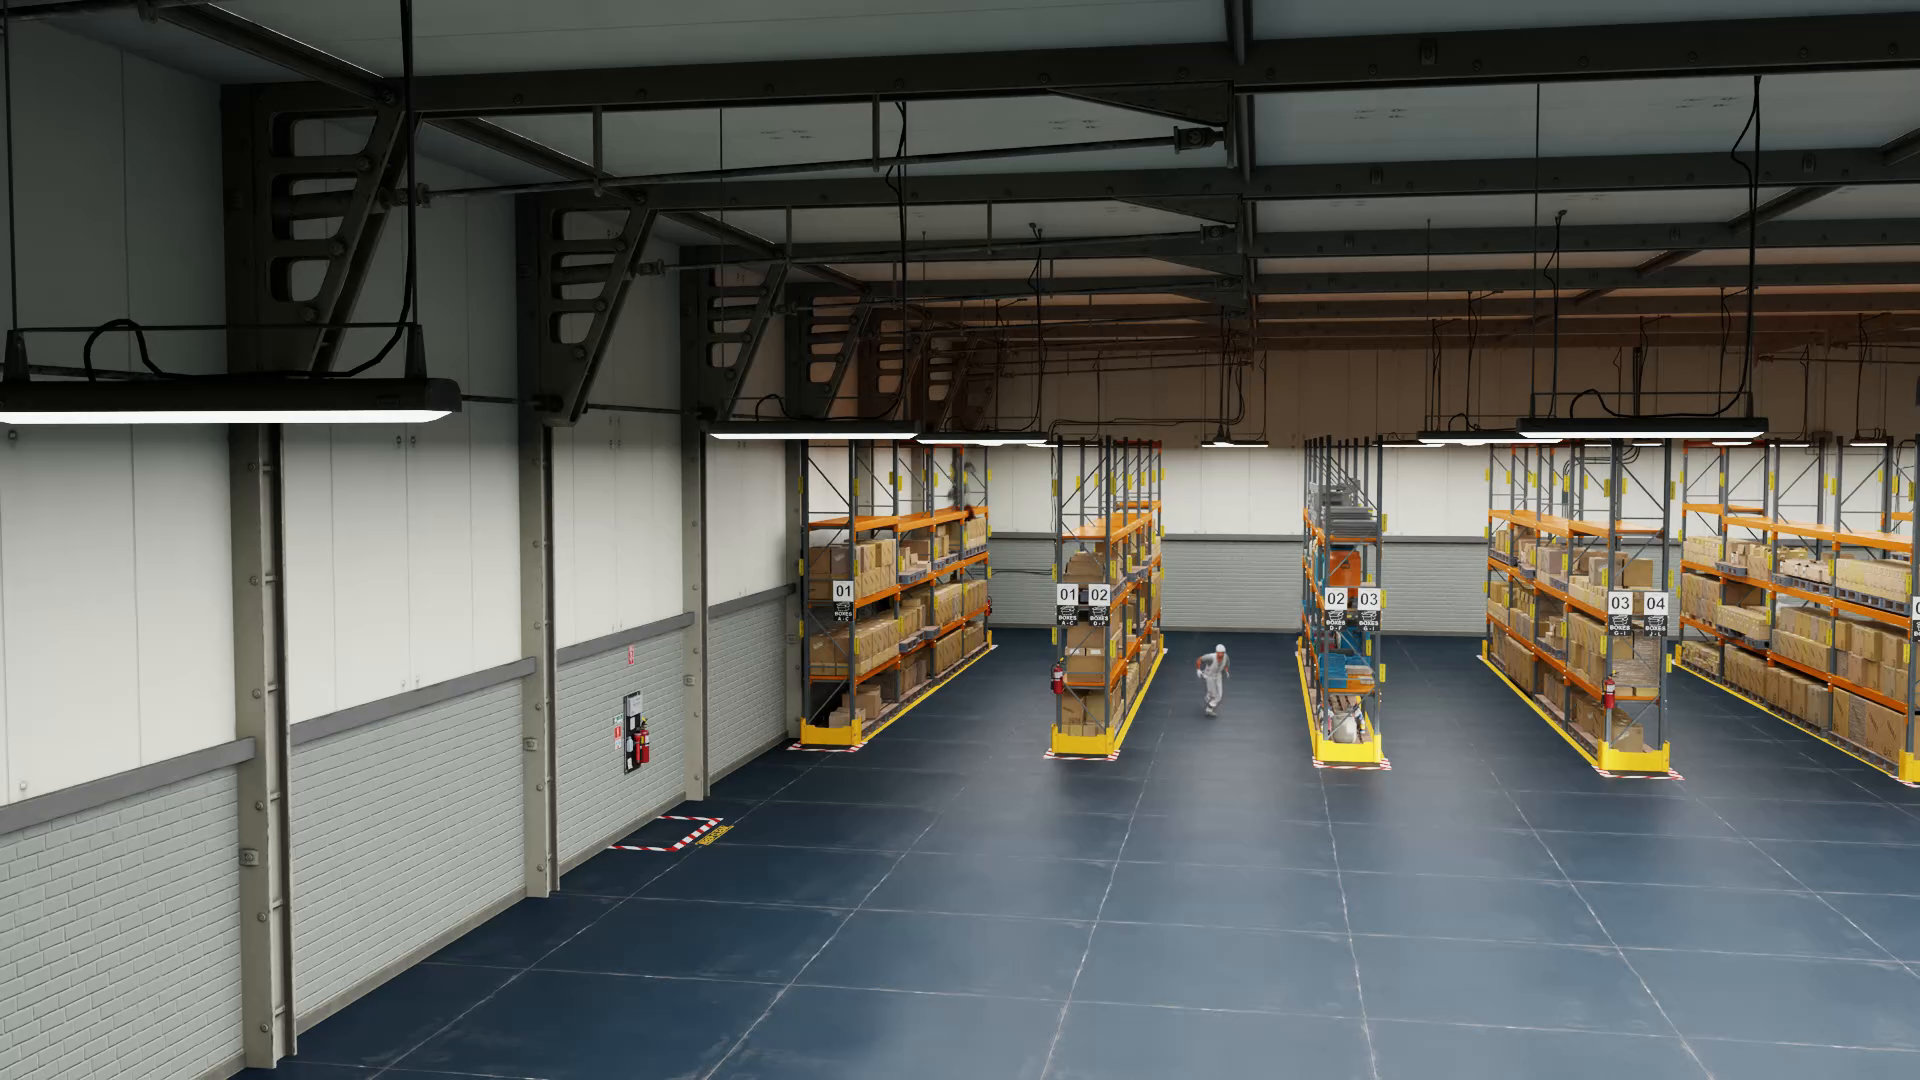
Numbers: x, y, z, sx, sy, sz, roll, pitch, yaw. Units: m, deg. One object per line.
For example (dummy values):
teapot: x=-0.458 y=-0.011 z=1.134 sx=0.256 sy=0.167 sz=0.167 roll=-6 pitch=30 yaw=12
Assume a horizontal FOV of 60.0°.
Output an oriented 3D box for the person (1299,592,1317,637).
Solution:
person: x=10.230 y=2.302 z=48.532 sx=0.719 sy=1.644 sz=0.524 roll=2 pitch=3 yaw=26

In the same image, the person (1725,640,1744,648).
person: x=21.370 y=2.353 z=45.929 sx=0.729 sy=1.810 sz=0.656 roll=-1 pitch=3 yaw=-14

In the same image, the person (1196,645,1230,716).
person: x=5.426 y=3.007 z=35.615 sx=0.694 sy=1.590 sz=0.828 roll=-1 pitch=3 yaw=-18
